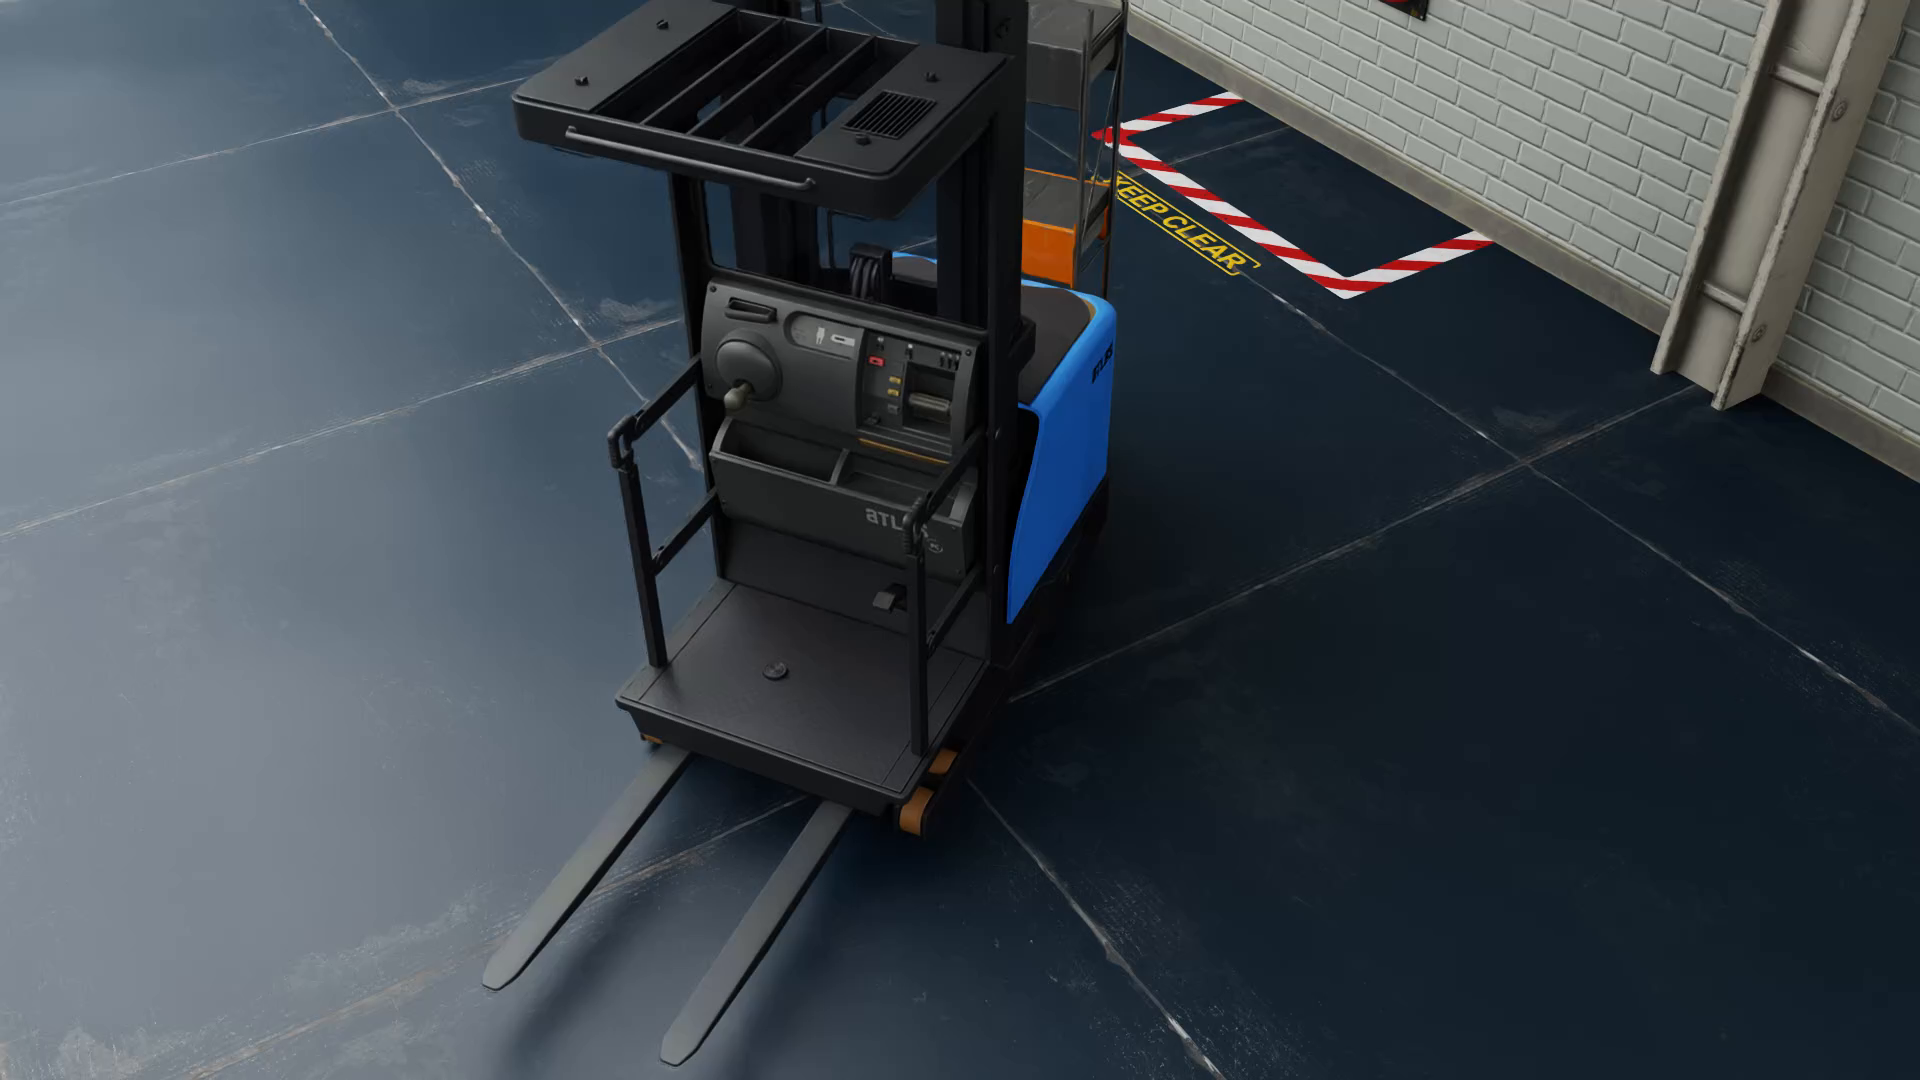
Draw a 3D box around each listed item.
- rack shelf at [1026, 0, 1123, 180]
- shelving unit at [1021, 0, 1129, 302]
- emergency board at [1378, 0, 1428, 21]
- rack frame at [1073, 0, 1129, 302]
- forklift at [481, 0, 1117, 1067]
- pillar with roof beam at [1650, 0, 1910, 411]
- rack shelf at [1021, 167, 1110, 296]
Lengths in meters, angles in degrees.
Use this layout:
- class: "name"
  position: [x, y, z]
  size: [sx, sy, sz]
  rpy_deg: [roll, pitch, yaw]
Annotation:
- class: "rack shelf"
  position: [0.293, -1.681, 6.054]
  size: [0.480, 0.518, 0.431]
  rpy_deg: [16, 42, 18]
- class: "shelving unit"
  position: [0.293, -1.153, 6.494]
  size: [0.503, 2.100, 0.431]
  rpy_deg: [16, 42, 18]
- class: "emergency board"
  position: [2.131, -3.236, 8.290]
  size: [0.194, 1.169, 0.643]
  rpy_deg: [-22, 45, -24]
- class: "rack frame"
  position: [0.515, -1.089, 6.417]
  size: [0.015, 2.100, 0.400]
  rpy_deg: [16, 42, 18]
- class: "forklift"
  position: [-0.472, -0.457, 5.008]
  size: [1.130, 2.935, 3.031]
  rpy_deg: [16, 42, 18]
- class: "pillar with roof beam"
  position: [-0.202, -2.712, 2.975]
  size: [9.100, 9.000, 0.400]
  rpy_deg: [-22, 45, -24]
- class: "rack shelf"
  position: [0.293, -1.143, 6.502]
  size: [0.480, 0.518, 0.431]
  rpy_deg: [16, 42, 18]
